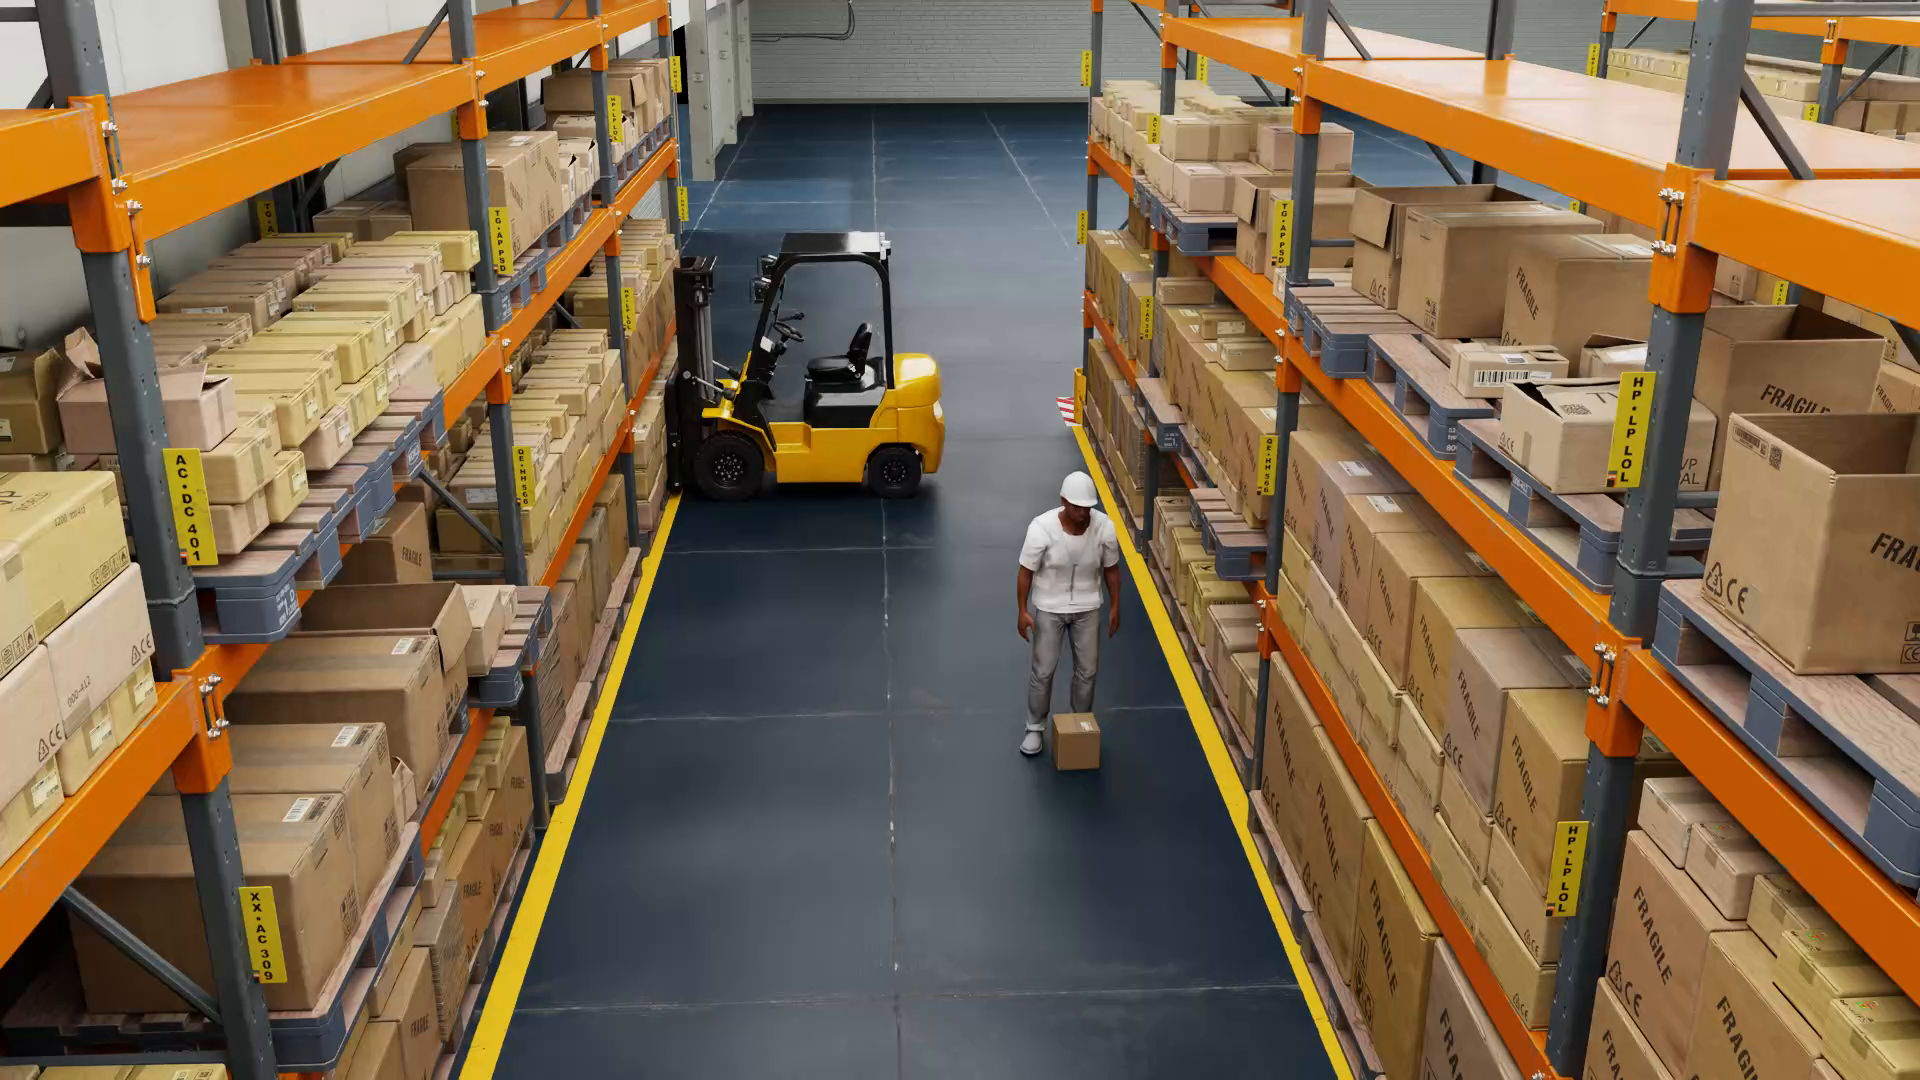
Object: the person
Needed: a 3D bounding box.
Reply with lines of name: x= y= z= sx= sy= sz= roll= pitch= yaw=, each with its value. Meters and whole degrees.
person: x=0.652 y=0.421 z=9.910 sx=0.634 sy=1.760 sz=0.459 roll=-3 pitch=20 yaw=-8
